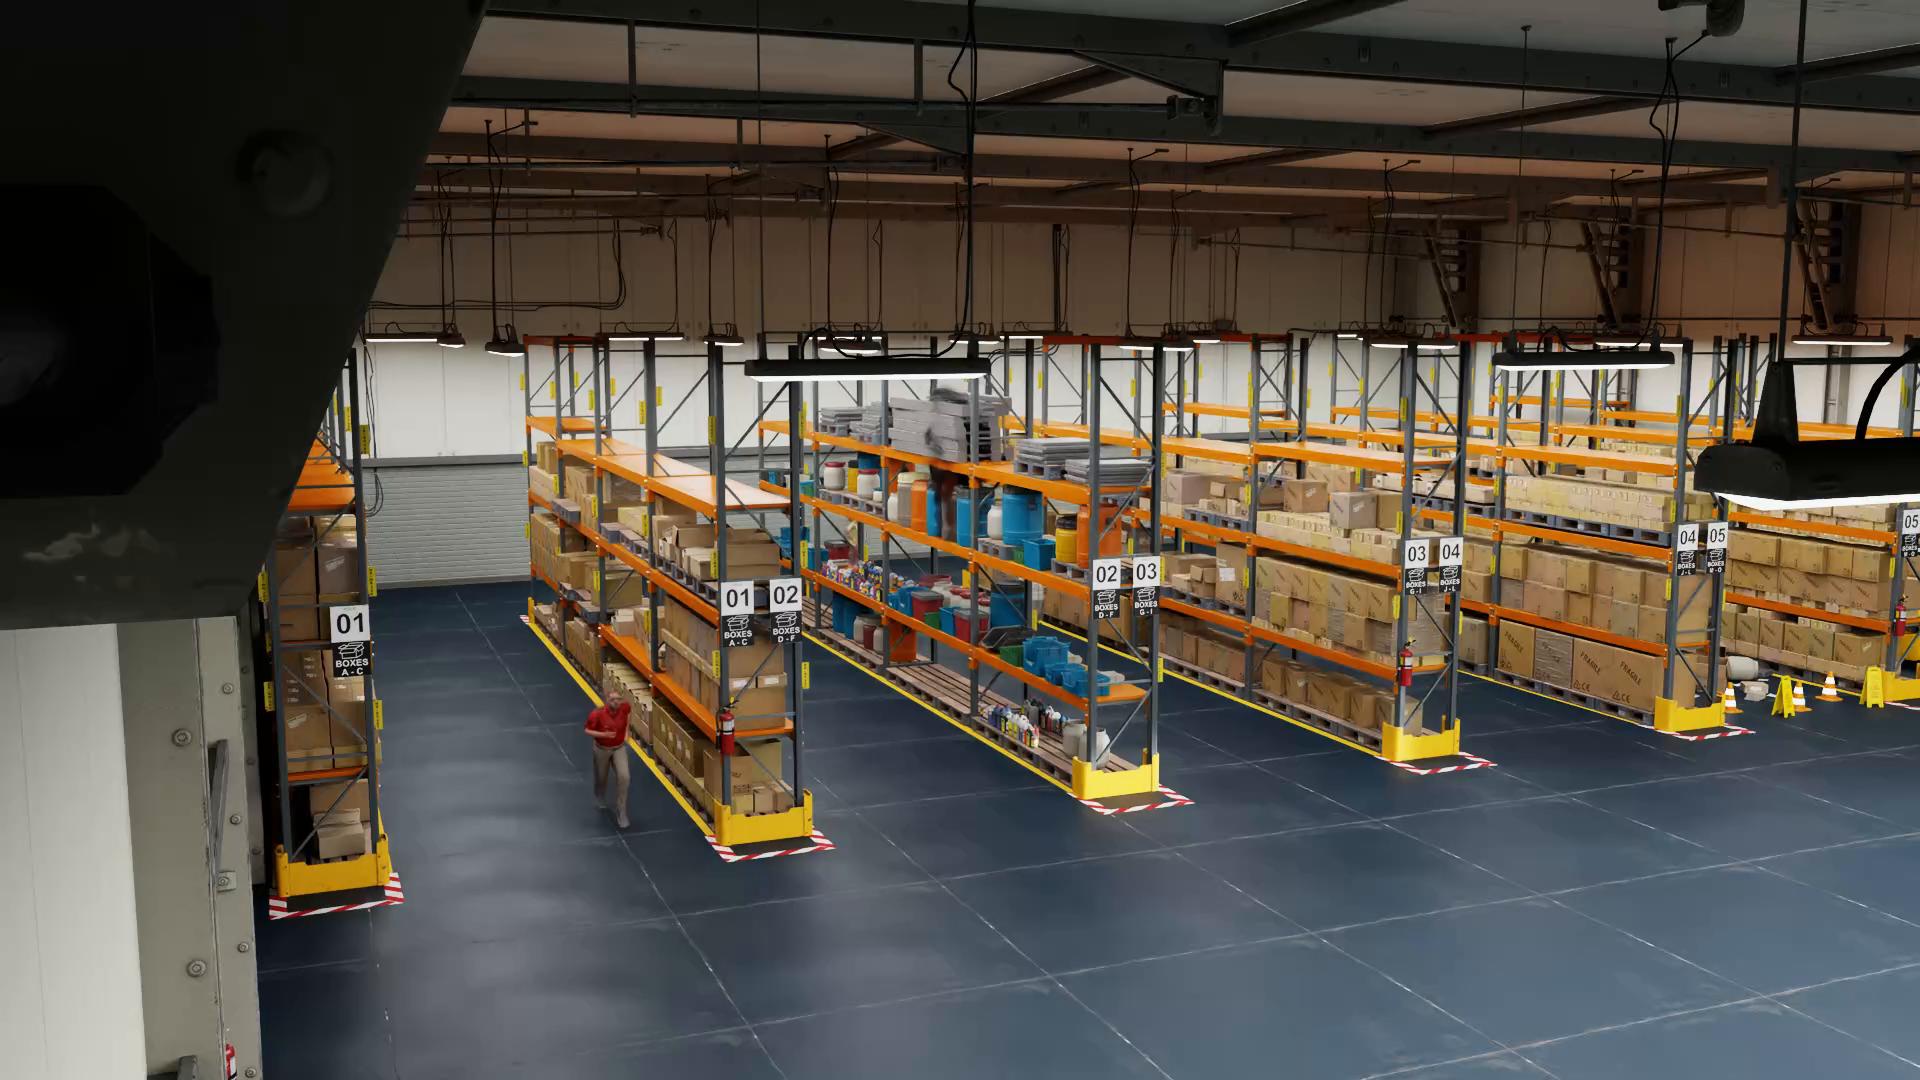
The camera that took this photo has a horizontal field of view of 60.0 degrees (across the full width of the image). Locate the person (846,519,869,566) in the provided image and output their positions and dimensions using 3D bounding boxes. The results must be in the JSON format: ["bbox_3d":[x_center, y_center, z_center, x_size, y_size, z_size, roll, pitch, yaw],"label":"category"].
[{"bbox_3d":[-2.517,0.124,40.493,0.600,1.635,0.554,0,8,2],"label":"person"}]

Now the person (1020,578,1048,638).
[{"bbox_3d":[1.476,1.186,32.522,0.546,1.706,0.683,-4,8,-26],"label":"person"}]

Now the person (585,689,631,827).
[{"bbox_3d":[-4.467,2.713,21.117,0.657,1.751,0.989,-4,8,-25],"label":"person"}]
